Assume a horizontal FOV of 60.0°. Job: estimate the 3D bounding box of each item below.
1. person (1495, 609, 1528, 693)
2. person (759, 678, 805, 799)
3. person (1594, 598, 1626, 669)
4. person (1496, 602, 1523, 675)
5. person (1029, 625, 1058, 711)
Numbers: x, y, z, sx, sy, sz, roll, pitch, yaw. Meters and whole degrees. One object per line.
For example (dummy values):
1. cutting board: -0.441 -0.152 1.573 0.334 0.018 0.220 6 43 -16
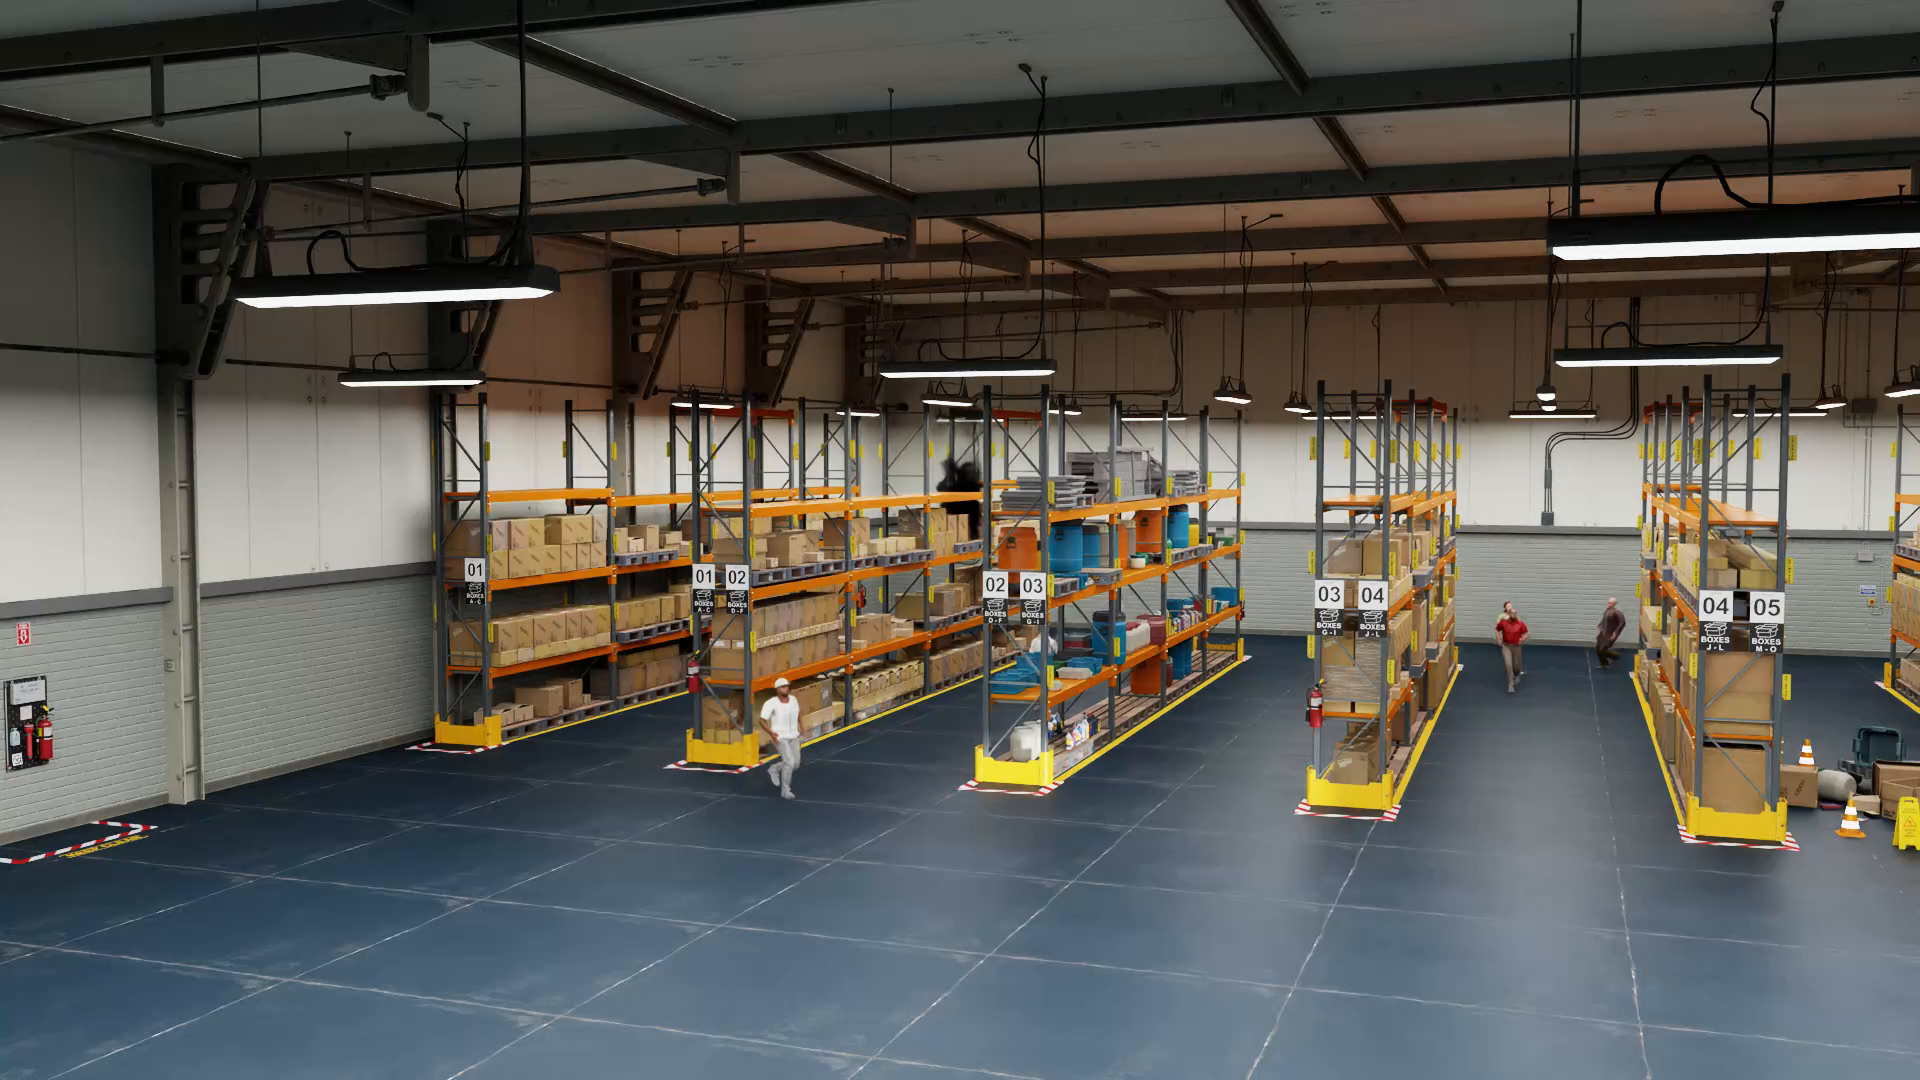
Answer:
1. person: 11.590 2.298 34.927 0.652 1.731 0.888 1 3 14
2. person: -2.578 2.859 24.131 0.694 1.735 0.640 -3 4 -44
3. person: 14.901 2.165 37.986 0.612 1.700 0.799 0 3 -9
4. person: 12.412 2.198 37.602 0.619 1.621 0.791 0 3 -7
5. person: 1.611 2.450 32.390 0.632 1.661 0.801 1 3 22
